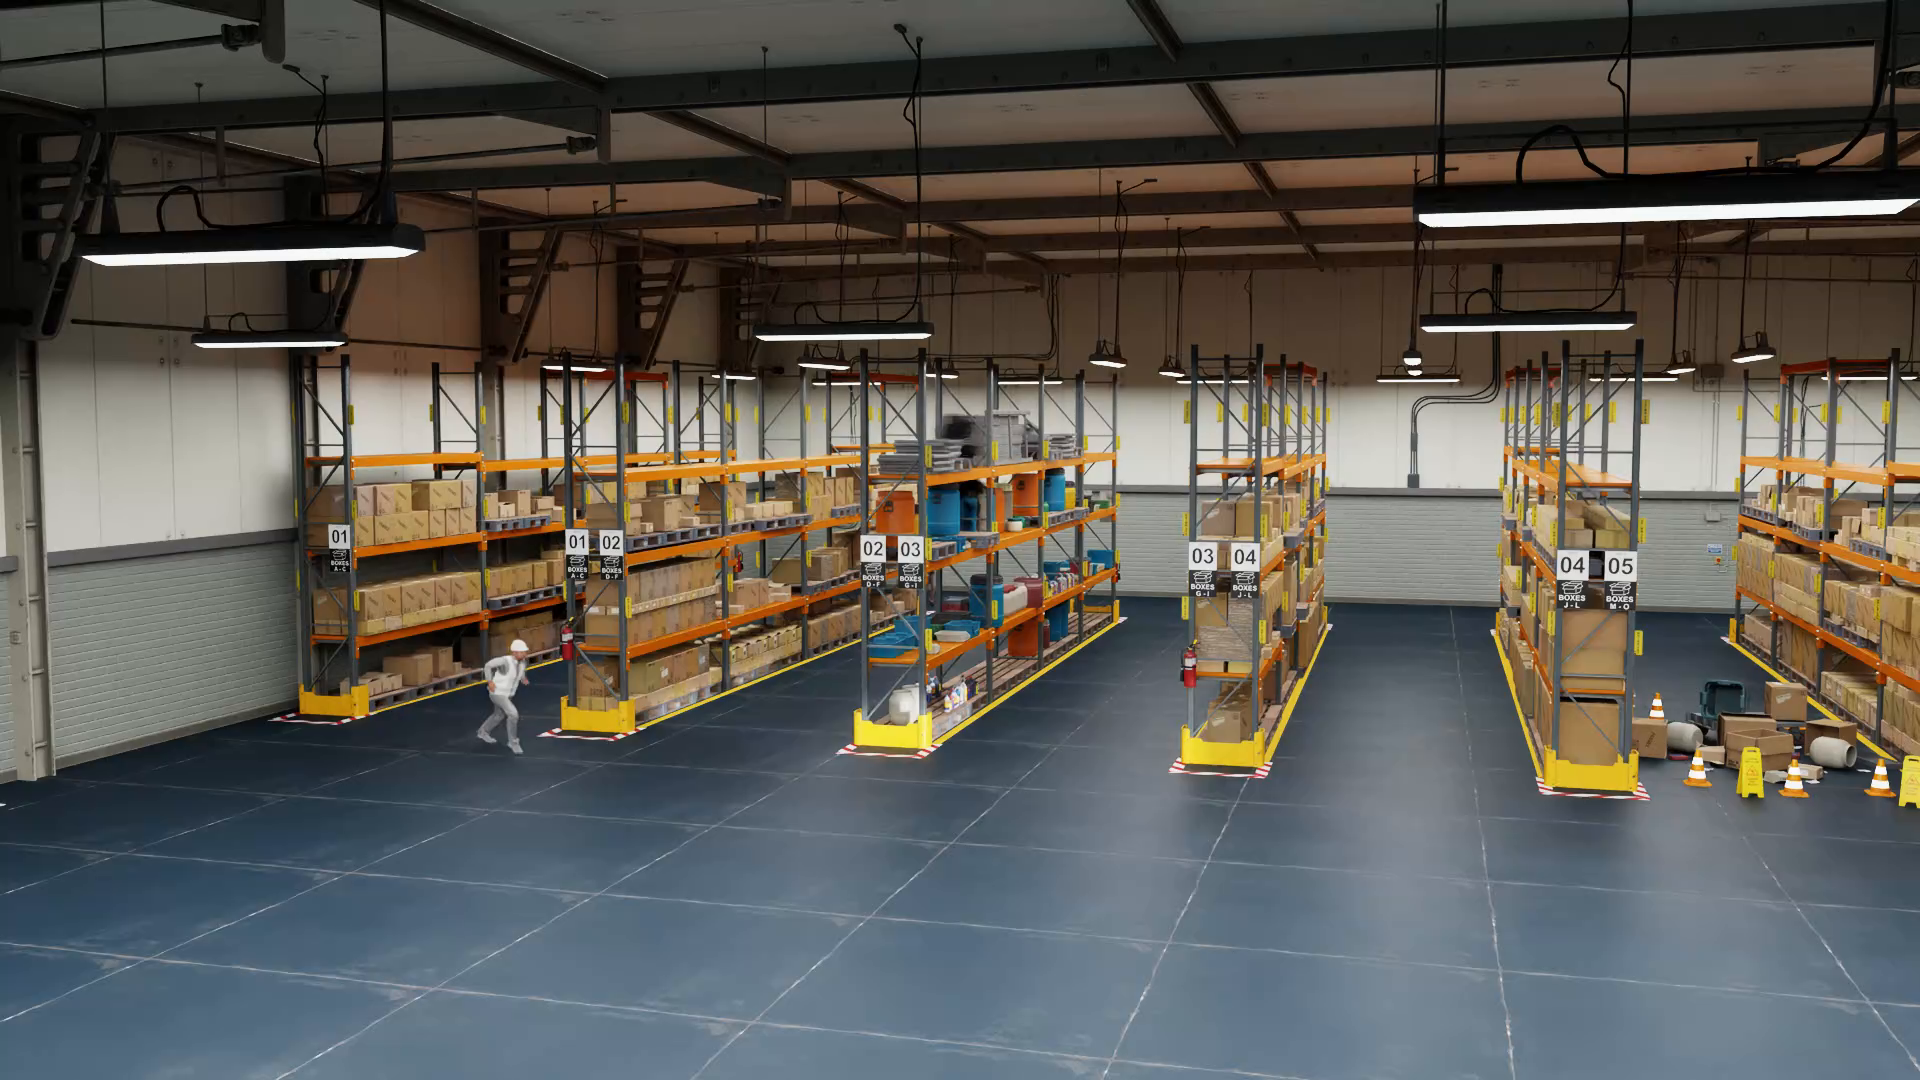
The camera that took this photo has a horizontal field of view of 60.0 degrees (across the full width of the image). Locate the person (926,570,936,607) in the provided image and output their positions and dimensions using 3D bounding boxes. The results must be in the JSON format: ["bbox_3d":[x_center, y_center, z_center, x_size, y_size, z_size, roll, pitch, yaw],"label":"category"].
[{"bbox_3d":[-0.863,0.888,43.724,0.648,1.702,0.846,-3,5,-33],"label":"person"}]

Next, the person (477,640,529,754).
[{"bbox_3d":[-6.837,2.332,24.776,1.024,1.736,0.704,2,5,28],"label":"person"}]
